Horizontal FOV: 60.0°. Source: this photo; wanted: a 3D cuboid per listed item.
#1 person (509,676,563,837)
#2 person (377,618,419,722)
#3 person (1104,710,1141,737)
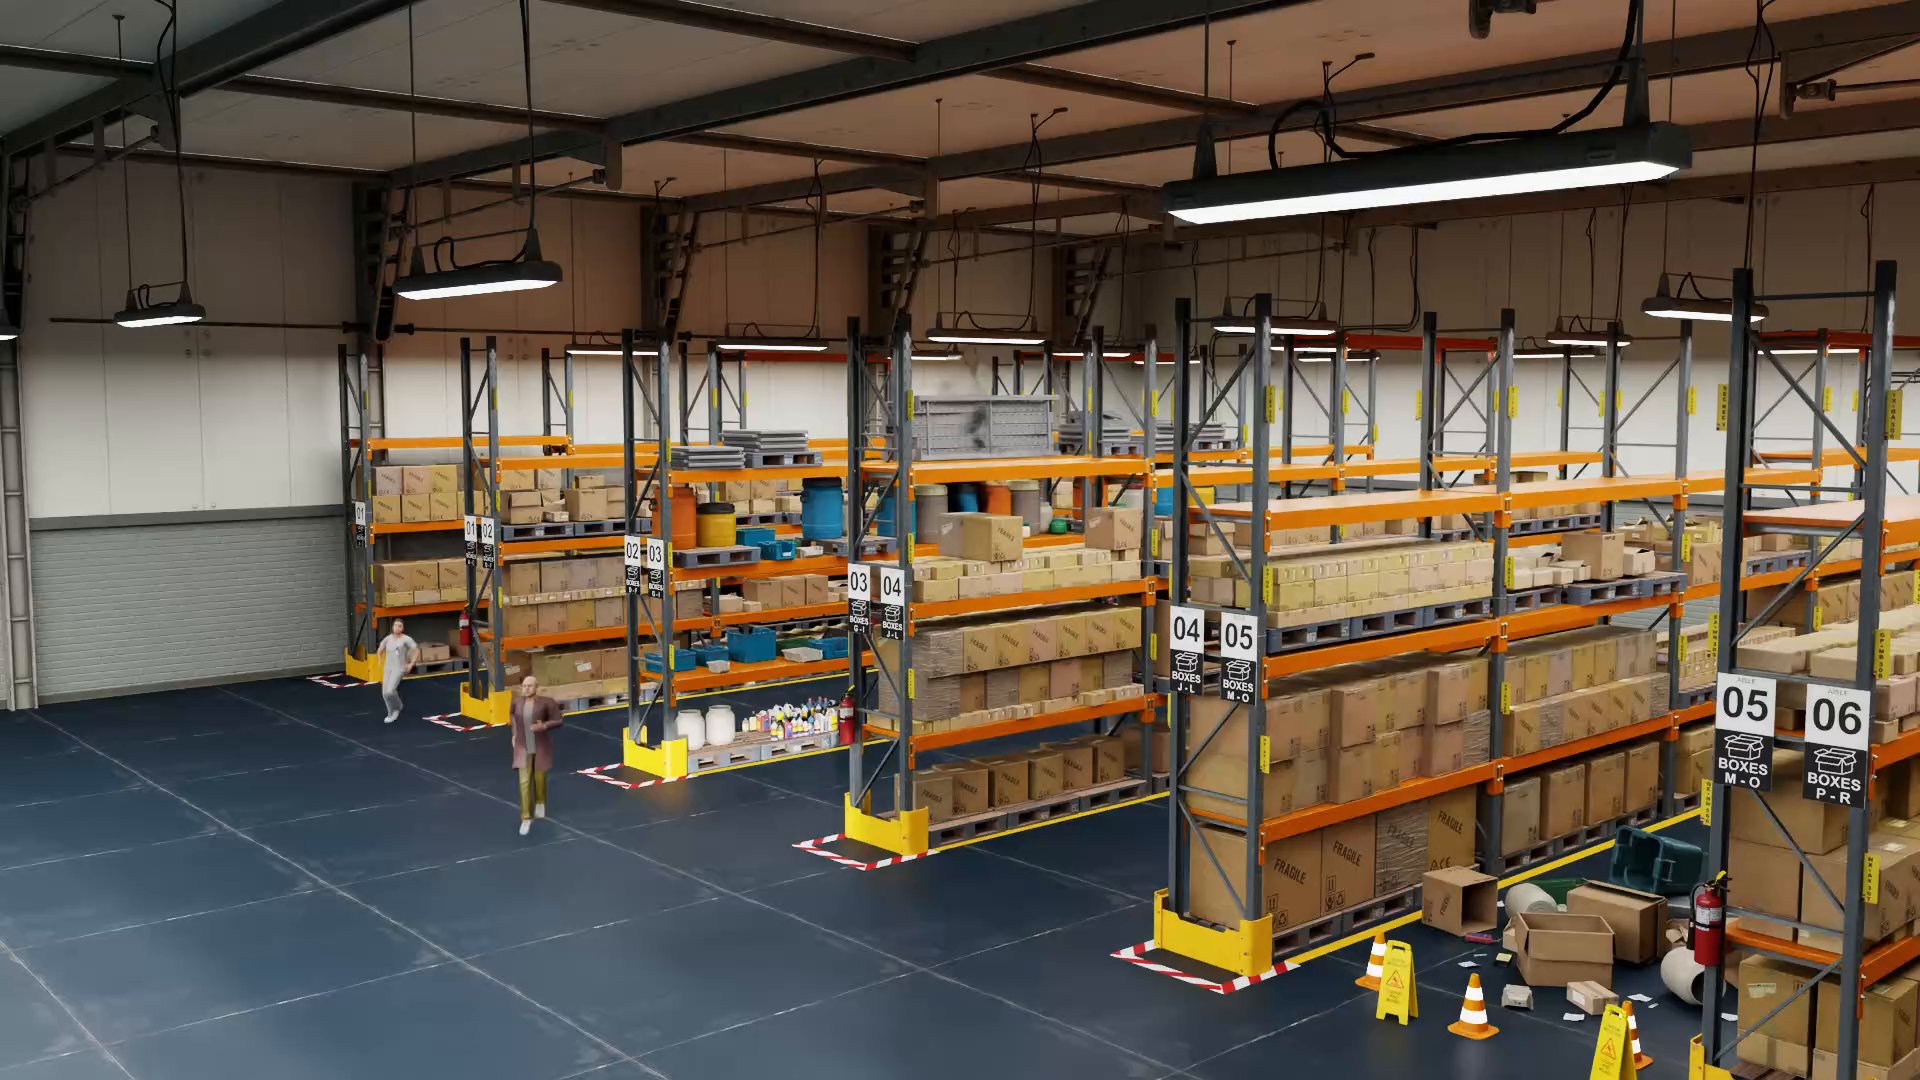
[{"bbox_3d":[-5.036,2.508,19.738,0.679,1.817,0.975,0,5,-4],"label":"person"},{"bbox_3d":[-8.791,2.035,25.894,0.637,1.631,0.537,1,5,10],"label":"person"},{"bbox_3d":[2.406,2.074,24.913,0.711,1.733,0.795,4,7,41],"label":"person"}]
